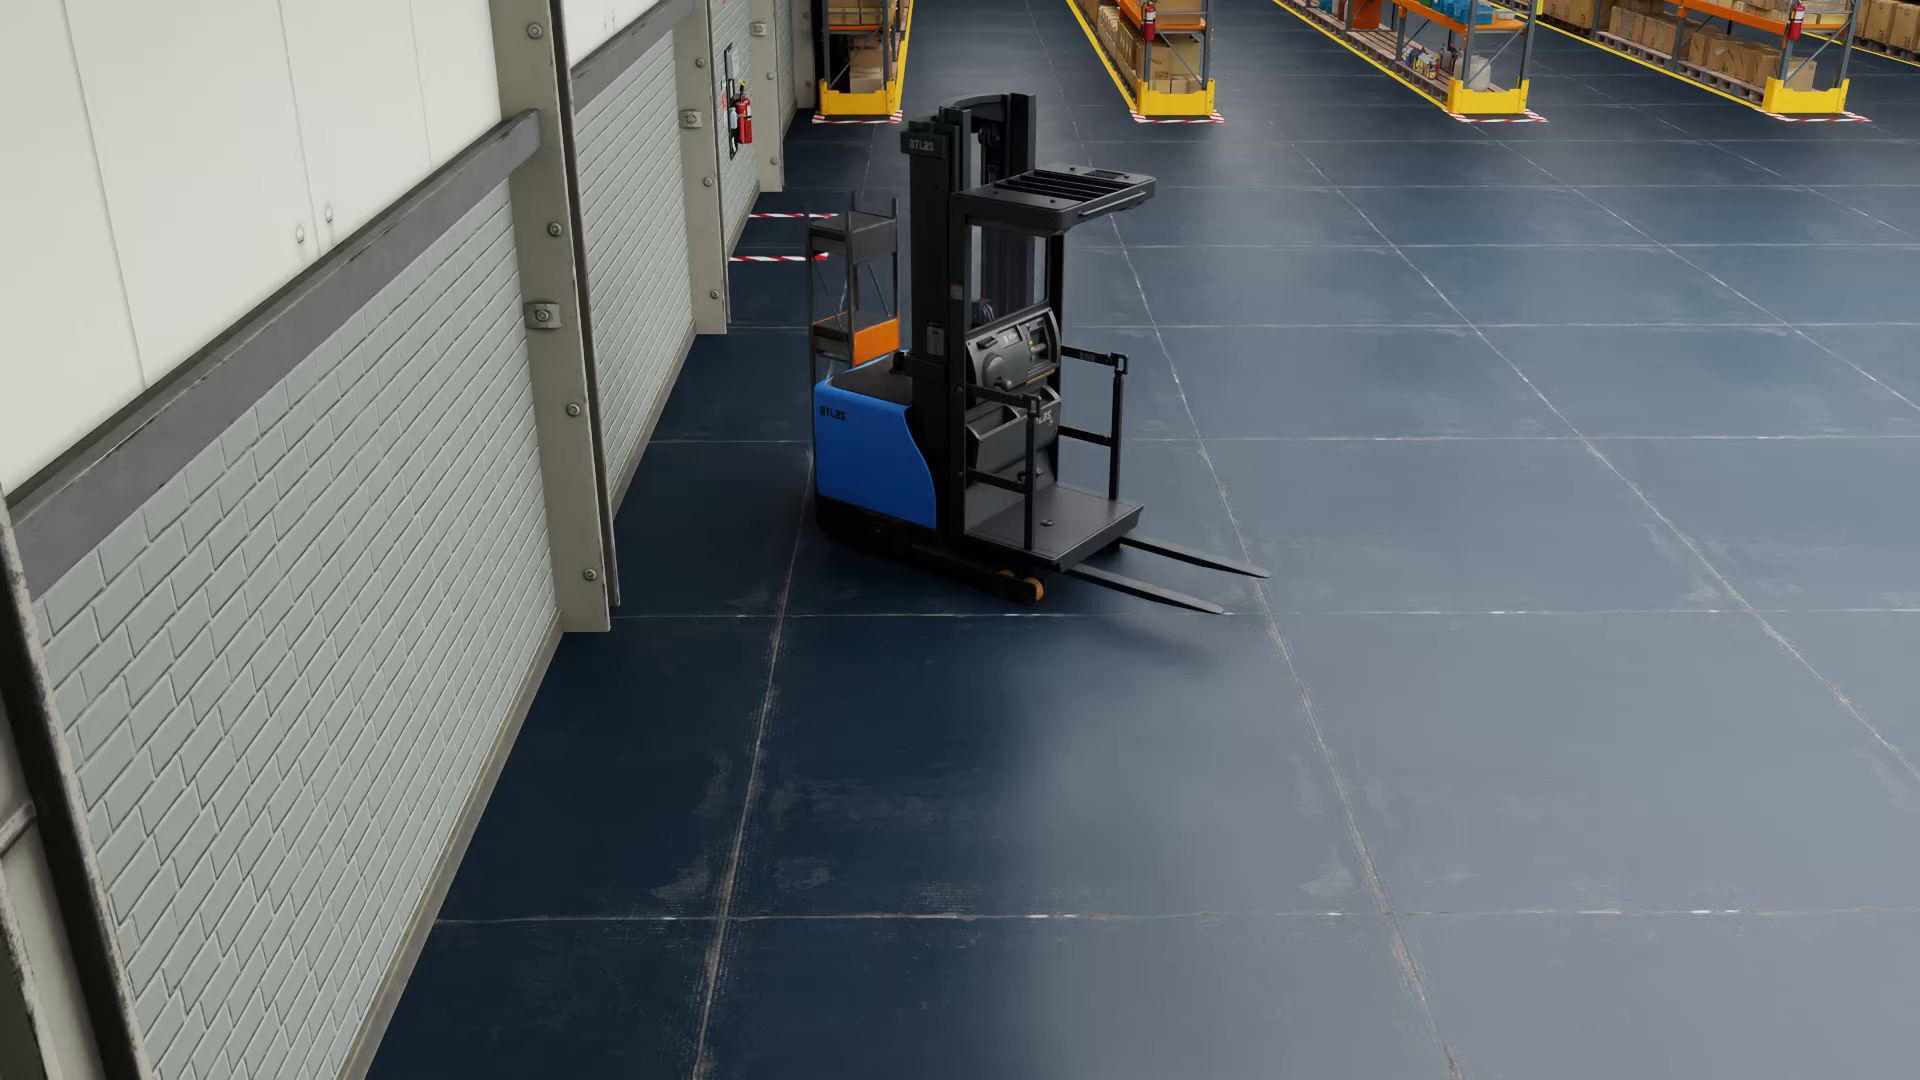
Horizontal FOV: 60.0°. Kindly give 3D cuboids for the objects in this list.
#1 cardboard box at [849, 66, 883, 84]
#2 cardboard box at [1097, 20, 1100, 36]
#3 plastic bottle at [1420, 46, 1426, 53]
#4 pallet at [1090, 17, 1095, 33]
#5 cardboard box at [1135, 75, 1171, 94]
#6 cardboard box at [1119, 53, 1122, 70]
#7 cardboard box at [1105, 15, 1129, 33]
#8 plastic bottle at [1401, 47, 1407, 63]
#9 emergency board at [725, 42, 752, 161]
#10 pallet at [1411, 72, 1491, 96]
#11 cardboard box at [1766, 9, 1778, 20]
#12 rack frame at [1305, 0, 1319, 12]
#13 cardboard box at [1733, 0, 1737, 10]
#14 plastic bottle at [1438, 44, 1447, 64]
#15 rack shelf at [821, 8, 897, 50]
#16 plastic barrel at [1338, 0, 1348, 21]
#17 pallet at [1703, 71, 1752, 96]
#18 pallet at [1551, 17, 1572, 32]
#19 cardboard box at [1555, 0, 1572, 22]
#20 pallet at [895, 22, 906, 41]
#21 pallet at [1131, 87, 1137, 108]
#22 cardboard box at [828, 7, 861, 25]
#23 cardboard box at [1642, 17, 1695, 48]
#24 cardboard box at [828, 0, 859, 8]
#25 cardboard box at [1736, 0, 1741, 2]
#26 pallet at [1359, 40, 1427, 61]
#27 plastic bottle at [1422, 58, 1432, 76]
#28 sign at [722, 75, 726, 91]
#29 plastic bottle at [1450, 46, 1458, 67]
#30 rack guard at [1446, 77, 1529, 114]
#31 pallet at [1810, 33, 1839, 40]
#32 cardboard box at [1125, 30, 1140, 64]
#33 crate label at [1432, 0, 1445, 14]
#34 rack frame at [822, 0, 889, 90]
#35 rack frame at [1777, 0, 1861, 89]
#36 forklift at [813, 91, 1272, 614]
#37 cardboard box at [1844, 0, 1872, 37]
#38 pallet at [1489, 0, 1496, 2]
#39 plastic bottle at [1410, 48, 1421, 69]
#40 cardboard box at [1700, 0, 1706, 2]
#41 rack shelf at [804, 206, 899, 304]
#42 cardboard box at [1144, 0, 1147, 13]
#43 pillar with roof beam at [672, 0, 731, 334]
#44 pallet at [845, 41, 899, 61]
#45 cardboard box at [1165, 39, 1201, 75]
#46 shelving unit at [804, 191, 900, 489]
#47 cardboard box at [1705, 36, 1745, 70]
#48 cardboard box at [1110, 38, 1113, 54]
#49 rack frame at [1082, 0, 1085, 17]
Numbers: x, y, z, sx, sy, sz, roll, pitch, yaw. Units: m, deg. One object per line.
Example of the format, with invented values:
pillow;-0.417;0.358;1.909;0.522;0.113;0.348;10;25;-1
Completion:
cardboard box;-1.522;-7.524;26.974;0.500;0.311;0.500;2;24;4
cardboard box;2.980;-10.070;32.702;0.500;0.250;0.500;0;24;-1
plastic bottle;8.002;-8.380;28.820;0.144;0.351;0.185;0;24;-1
pallet;3.287;-10.887;35.066;1.003;0.211;1.213;0;24;-1
cardboard box;3.054;-7.210;26.379;0.500;0.250;0.500;0;24;-1
cardboard box;3.013;-8.240;28.656;0.500;0.250;0.500;0;24;-1
cardboard box;3.003;-9.687;31.174;0.500;0.311;0.500;-1;24;-1
plastic bottle;7.829;-8.545;29.280;0.097;0.271;0.097;0;24;0
emergency board;-2.417;-4.822;18.271;0.194;1.169;0.643;0;24;-1
pallet;8.246;-7.669;27.951;1.003;0.211;1.213;0;24;-1
cardboard box;12.995;-8.303;26.272;0.380;0.149;0.250;0;24;-1
rack frame;8.177;-13.017;36.392;1.000;3.000;0.127;0;24;-1
cardboard box;12.996;-8.818;27.411;0.380;0.149;0.250;0;24;-1
plastic bottle;8.415;-8.450;28.973;0.144;0.351;0.185;0;24;-1
rack shelf;-1.620;-8.524;27.331;1.077;0.370;4.000;0;24;-1
plastic barrel;8.186;-11.129;34.632;0.600;0.588;0.708;0;24;-1
pallet;13.276;-7.692;28.001;1.003;0.211;1.213;0;24;-1
pallet;13.230;-10.947;35.199;1.003;0.211;1.213;0;24;-1
cardboard box;13.185;-11.266;34.589;1.225;0.875;0.875;0;24;0
pallet;-1.619;-10.379;33.943;1.003;0.211;1.213;0;24;-1
pallet;3.305;-7.096;26.684;1.003;0.211;1.213;0;24;-1
cardboard box;-1.797;-8.161;25.811;0.500;0.250;0.500;0;24;0
cardboard box;13.239;-9.485;31.081;0.700;0.500;0.500;-2;24;-5
cardboard box;-1.816;-8.504;25.660;0.500;0.500;0.500;-1;24;-1
cardboard box;13.201;-9.120;27.293;0.875;0.500;0.500;0;24;-1
pallet;8.201;-9.278;31.507;1.003;0.211;1.213;0;24;-1
plastic bottle;7.873;-7.948;27.955;0.152;0.276;0.135;-1;24;-2
sign;-2.505;-4.853;17.654;0.001;0.109;0.331;0;24;-1
plastic bottle;8.562;-8.371;28.800;0.144;0.351;0.185;-1;24;-3
rack guard;8.260;-6.965;26.043;1.175;0.500;0.348;0;24;-1
pallet;18.127;-10.423;34.041;1.003;0.211;1.213;0;24;-1
cardboard box;3.022;-8.170;27.591;0.500;0.500;0.500;0;24;-1
crate label;8.017;-8.846;27.126;0.502;0.435;0.616;0;24;-1
rack frame;-1.599;-8.028;25.360;1.000;3.000;0.127;0;24;-1
rack frame;13.261;-8.095;25.508;1.000;3.000;0.127;0;24;-1
forklift;0.507;-1.181;10.305;3.031;2.935;1.130;17;29;33
cardboard box;18.051;-10.287;32.575;1.050;0.750;0.750;-1;24;-1
pallet;13.173;-13.088;39.932;1.003;0.211;1.213;0;24;-1
plastic bottle;7.860;-8.302;28.647;0.144;0.351;0.185;-1;24;-3
cardboard box;12.939;-9.333;28.550;0.380;0.149;0.250;0;24;-1
rack shelf;-0.736;-1.953;11.354;0.431;0.518;0.480;17;30;34
cardboard box;3.352;-8.711;26.749;0.700;0.500;0.500;0;24;0
pillar with roof beam;1.965;-6.121;13.863;9.100;9.000;0.400;0;24;-1
pallet;-1.668;-9.231;31.403;1.003;0.211;1.213;0;24;-1
cardboard box;3.564;-7.760;26.685;0.500;0.500;0.500;0;24;-1
shelving unit;-0.736;-1.328;11.637;0.431;2.100;0.503;17;30;34
cardboard box;13.195;-8.394;28.694;0.500;0.500;0.500;8;25;16
cardboard box;3.013;-9.017;30.373;0.500;0.250;0.500;-1;24;-1
rack frame;3.224;-12.997;36.346;1.000;3.000;0.127;0;24;-1
